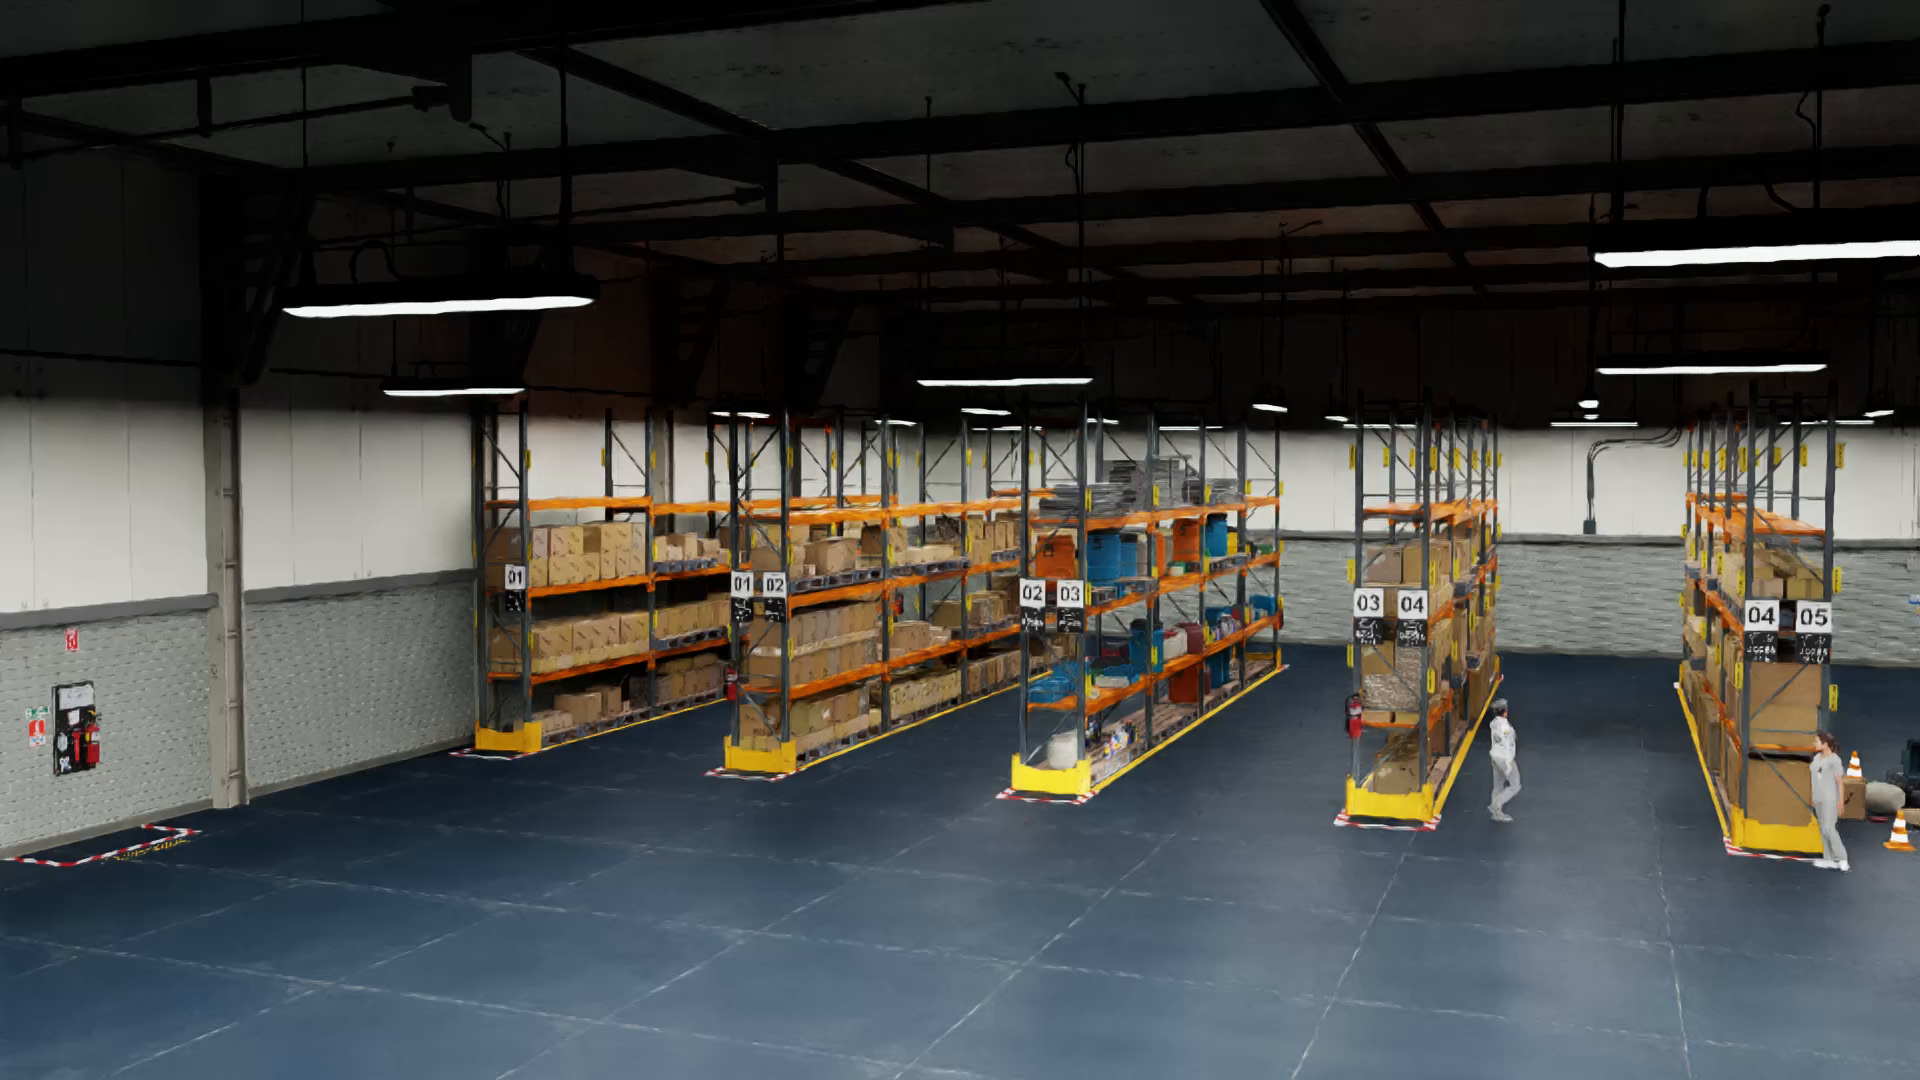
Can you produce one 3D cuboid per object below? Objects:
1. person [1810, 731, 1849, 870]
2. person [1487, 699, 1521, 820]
[{"bbox_3d":[10.610,3.170,20.274,0.386,1.666,0.564,0,3,-10],"label":"person"},{"bbox_3d":[7.471,3.046,22.976,0.414,1.675,0.518,0,3,-6],"label":"person"}]
